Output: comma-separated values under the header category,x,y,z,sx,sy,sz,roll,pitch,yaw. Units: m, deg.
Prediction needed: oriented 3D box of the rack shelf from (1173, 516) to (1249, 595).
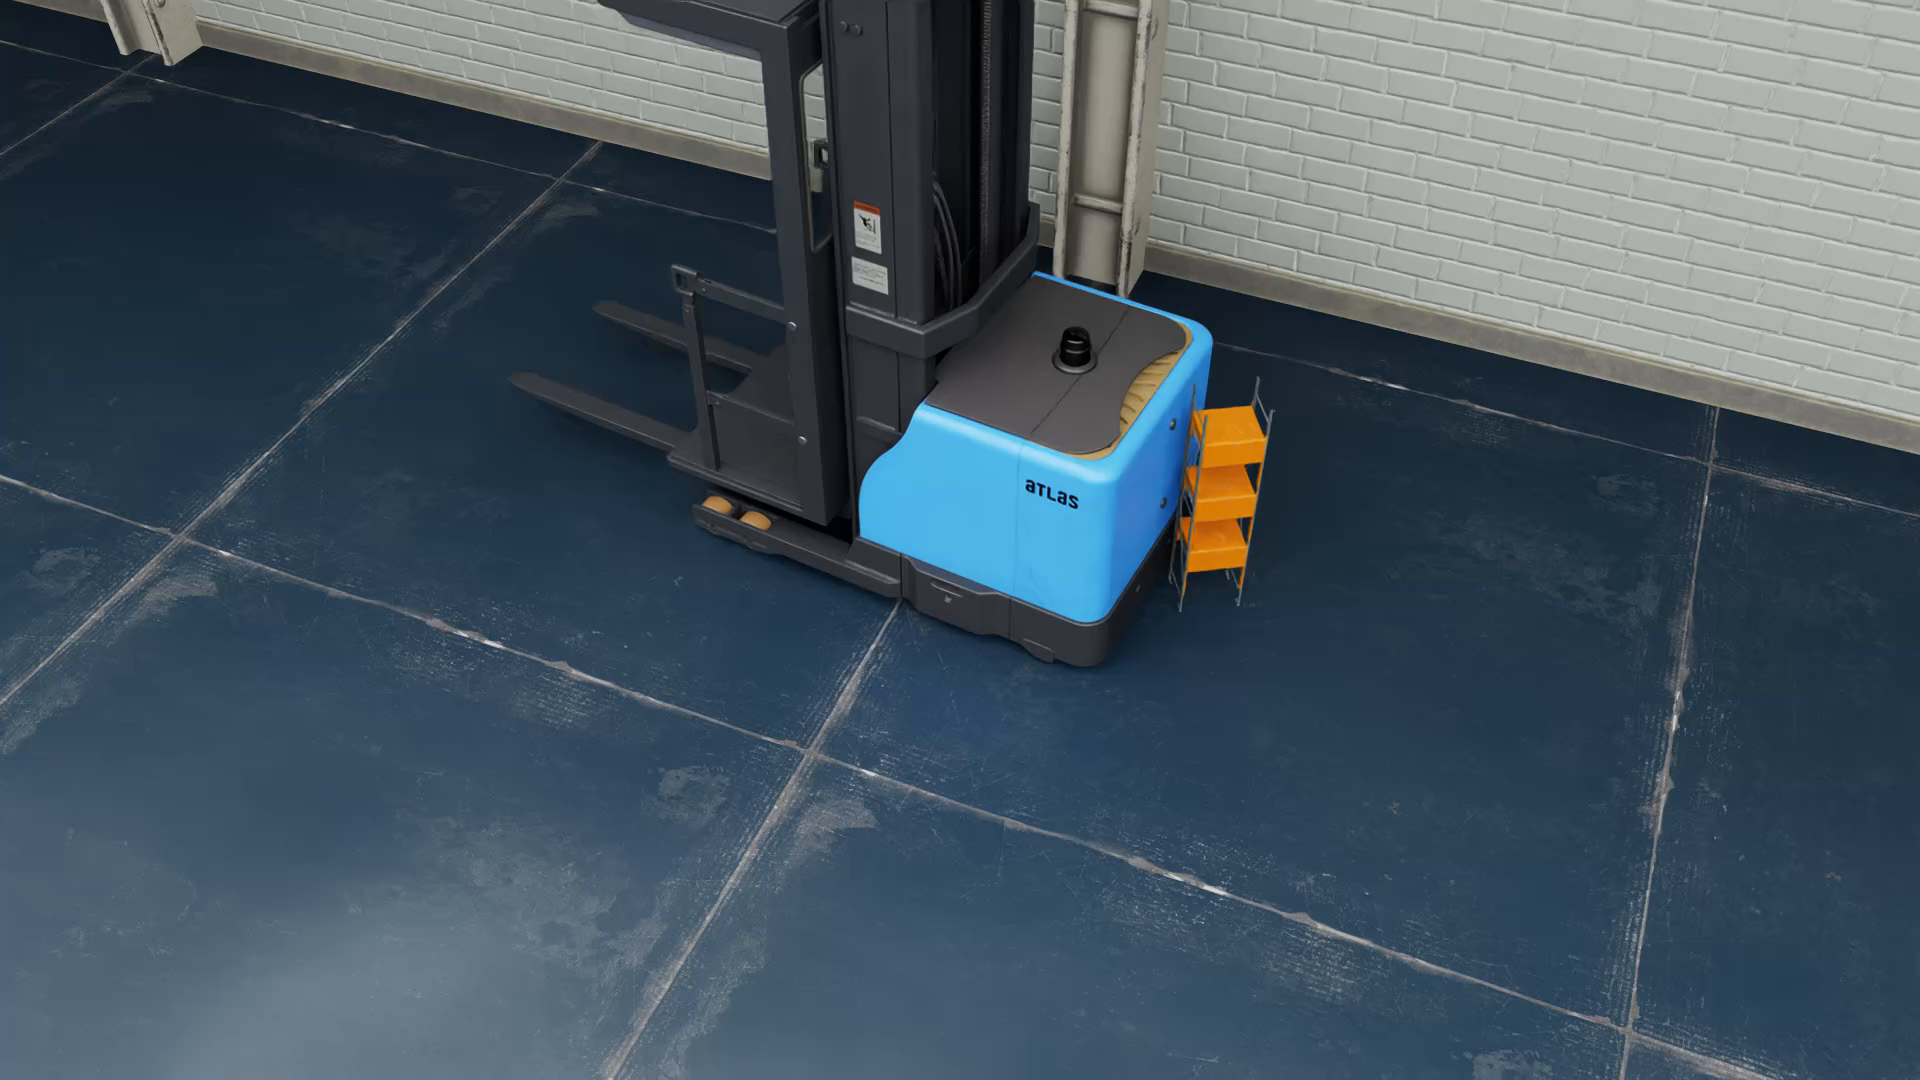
category,x,y,z,sx,sy,sz,roll,pitch,yaw
rack shelf,1.005,0.048,6.705,0.240,0.259,0.215,-6,45,-6

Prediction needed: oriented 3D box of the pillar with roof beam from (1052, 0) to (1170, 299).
category,x,y,z,sx,sy,sz,roll,pitch,yaw
pillar with roof beam,-0.953,-1.743,2.461,0.400,9.000,9.100,16,47,16

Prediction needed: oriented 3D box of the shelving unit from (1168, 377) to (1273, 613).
category,x,y,z,sx,sy,sz,roll,pitch,yaw
shelving unit,1.006,-0.157,6.502,0.252,1.050,0.215,-6,45,-6

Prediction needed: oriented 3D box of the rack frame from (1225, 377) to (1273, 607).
category,x,y,z,sx,sy,sz,roll,pitch,yaw
rack frame,1.126,-0.169,6.514,0.008,1.050,0.200,-6,45,-6

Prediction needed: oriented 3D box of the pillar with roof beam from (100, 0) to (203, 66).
category,x,y,z,sx,sy,sz,roll,pitch,yaw
pillar with roof beam,-6.491,-3.372,4.098,0.400,9.000,9.100,16,47,16

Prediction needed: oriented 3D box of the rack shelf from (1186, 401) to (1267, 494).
category,x,y,z,sx,sy,sz,roll,pitch,yaw
rack shelf,1.006,-0.350,6.309,0.240,0.259,0.215,-6,45,-6

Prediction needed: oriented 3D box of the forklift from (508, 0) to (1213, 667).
category,x,y,z,sx,sy,sz,roll,pitch,yaw
forklift,-0.552,-1.302,6.319,3.031,2.935,1.130,21,49,20

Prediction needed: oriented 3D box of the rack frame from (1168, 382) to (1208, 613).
category,x,y,z,sx,sy,sz,roll,pitch,yaw
rack frame,0.885,-0.145,6.490,0.008,1.050,0.200,-6,45,-6

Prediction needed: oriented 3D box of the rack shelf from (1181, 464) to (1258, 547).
category,x,y,z,sx,sy,sz,roll,pitch,yaw
rack shelf,1.006,-0.149,6.509,0.240,0.259,0.215,-6,45,-6
